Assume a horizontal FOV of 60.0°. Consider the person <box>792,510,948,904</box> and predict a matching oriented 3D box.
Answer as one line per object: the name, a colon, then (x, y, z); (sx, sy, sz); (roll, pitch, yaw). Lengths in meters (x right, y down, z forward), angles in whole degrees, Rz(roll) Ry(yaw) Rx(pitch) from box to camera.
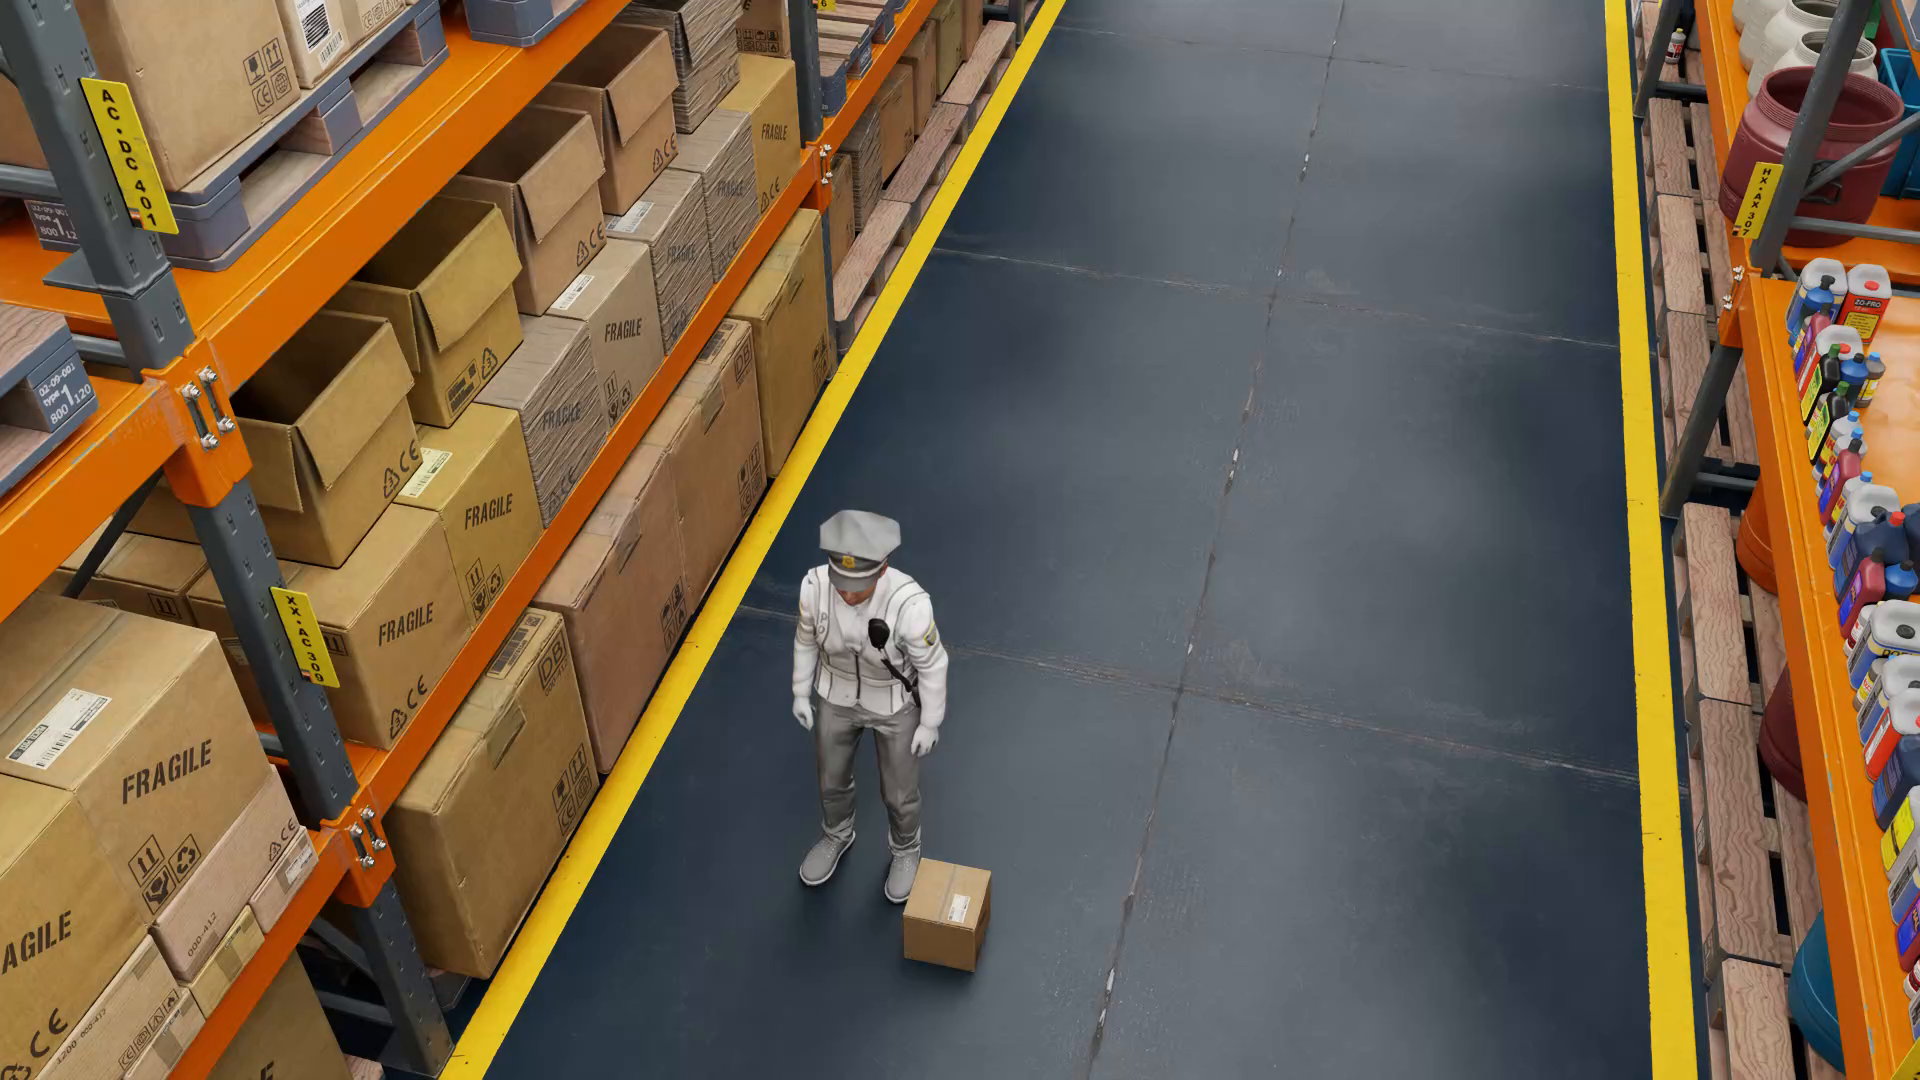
person: (-0.305, 0.553, 5.525); (0.529, 1.663, 0.374); (11, 42, 12)
